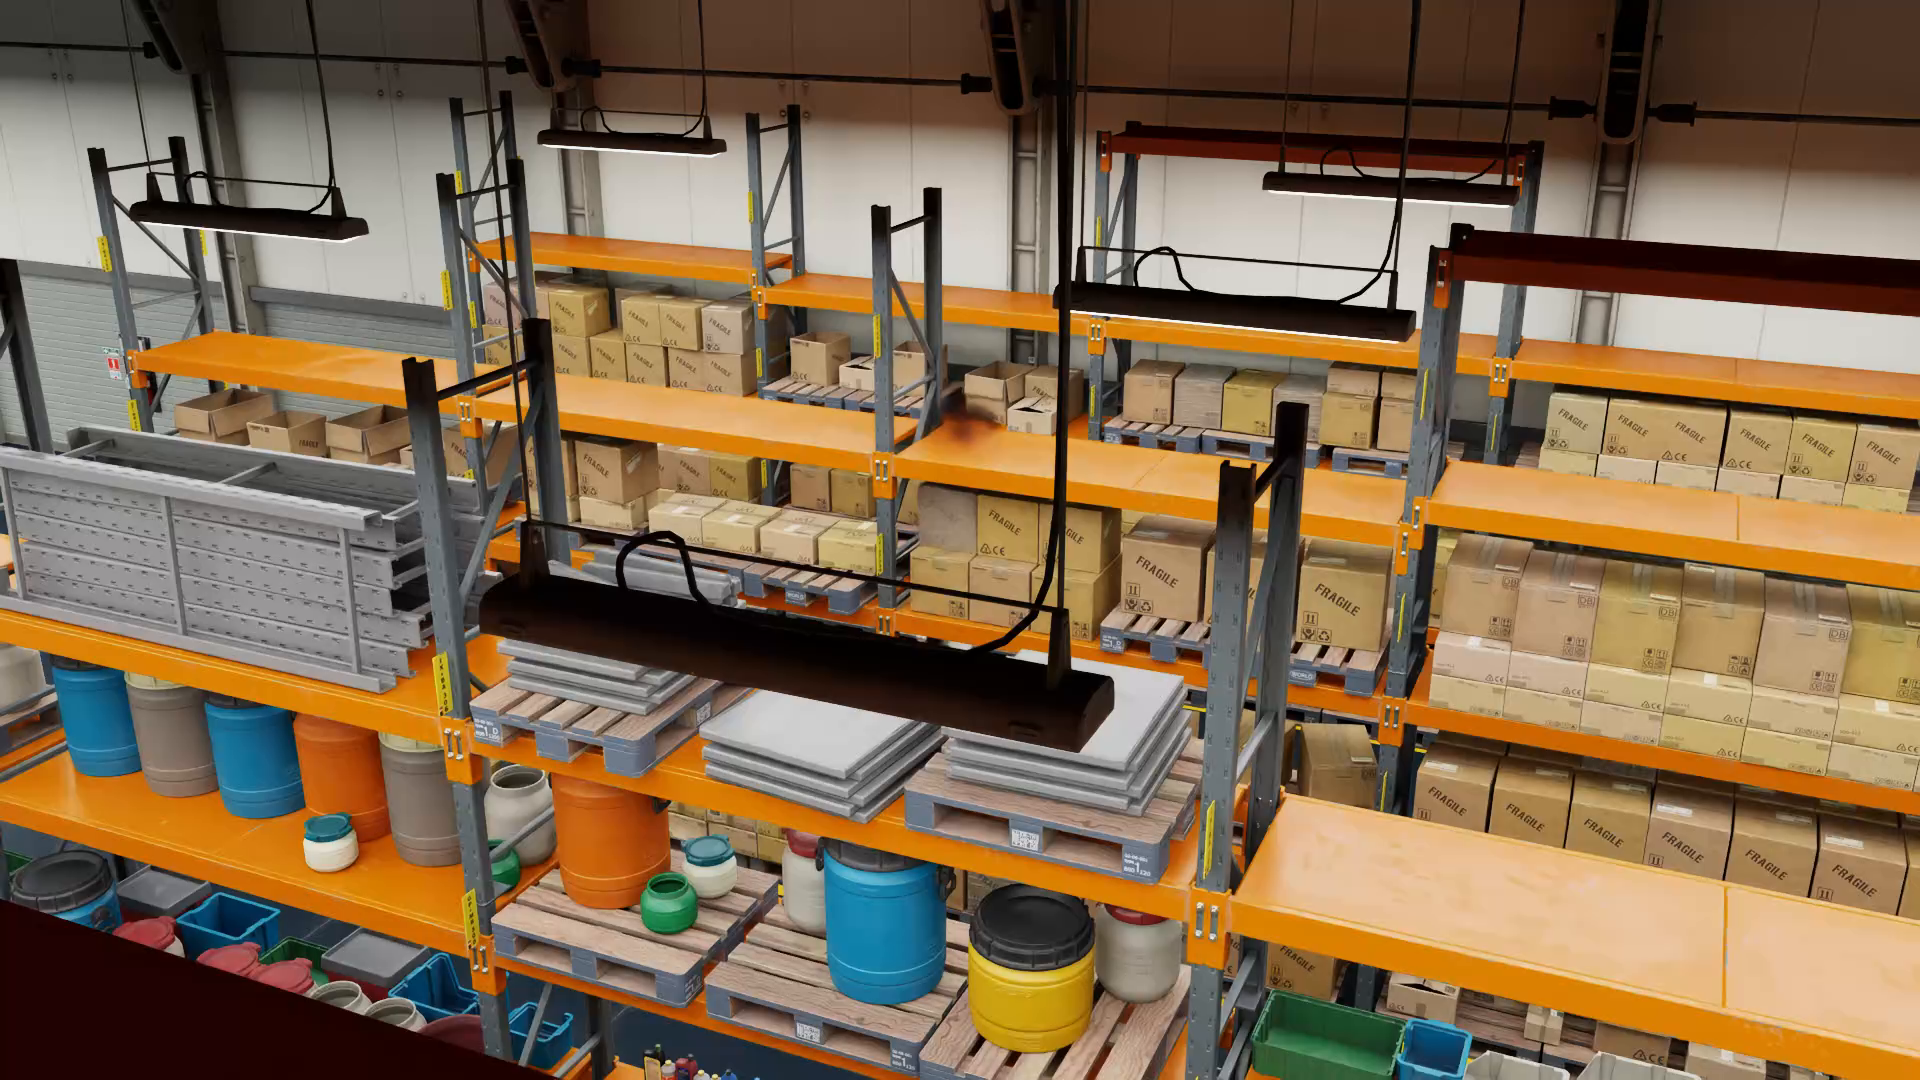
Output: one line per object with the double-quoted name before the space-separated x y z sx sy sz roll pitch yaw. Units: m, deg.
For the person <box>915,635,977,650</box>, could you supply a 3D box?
"person" -0.107 1.113 17.309 0.689 1.810 0.619 18 27 39
